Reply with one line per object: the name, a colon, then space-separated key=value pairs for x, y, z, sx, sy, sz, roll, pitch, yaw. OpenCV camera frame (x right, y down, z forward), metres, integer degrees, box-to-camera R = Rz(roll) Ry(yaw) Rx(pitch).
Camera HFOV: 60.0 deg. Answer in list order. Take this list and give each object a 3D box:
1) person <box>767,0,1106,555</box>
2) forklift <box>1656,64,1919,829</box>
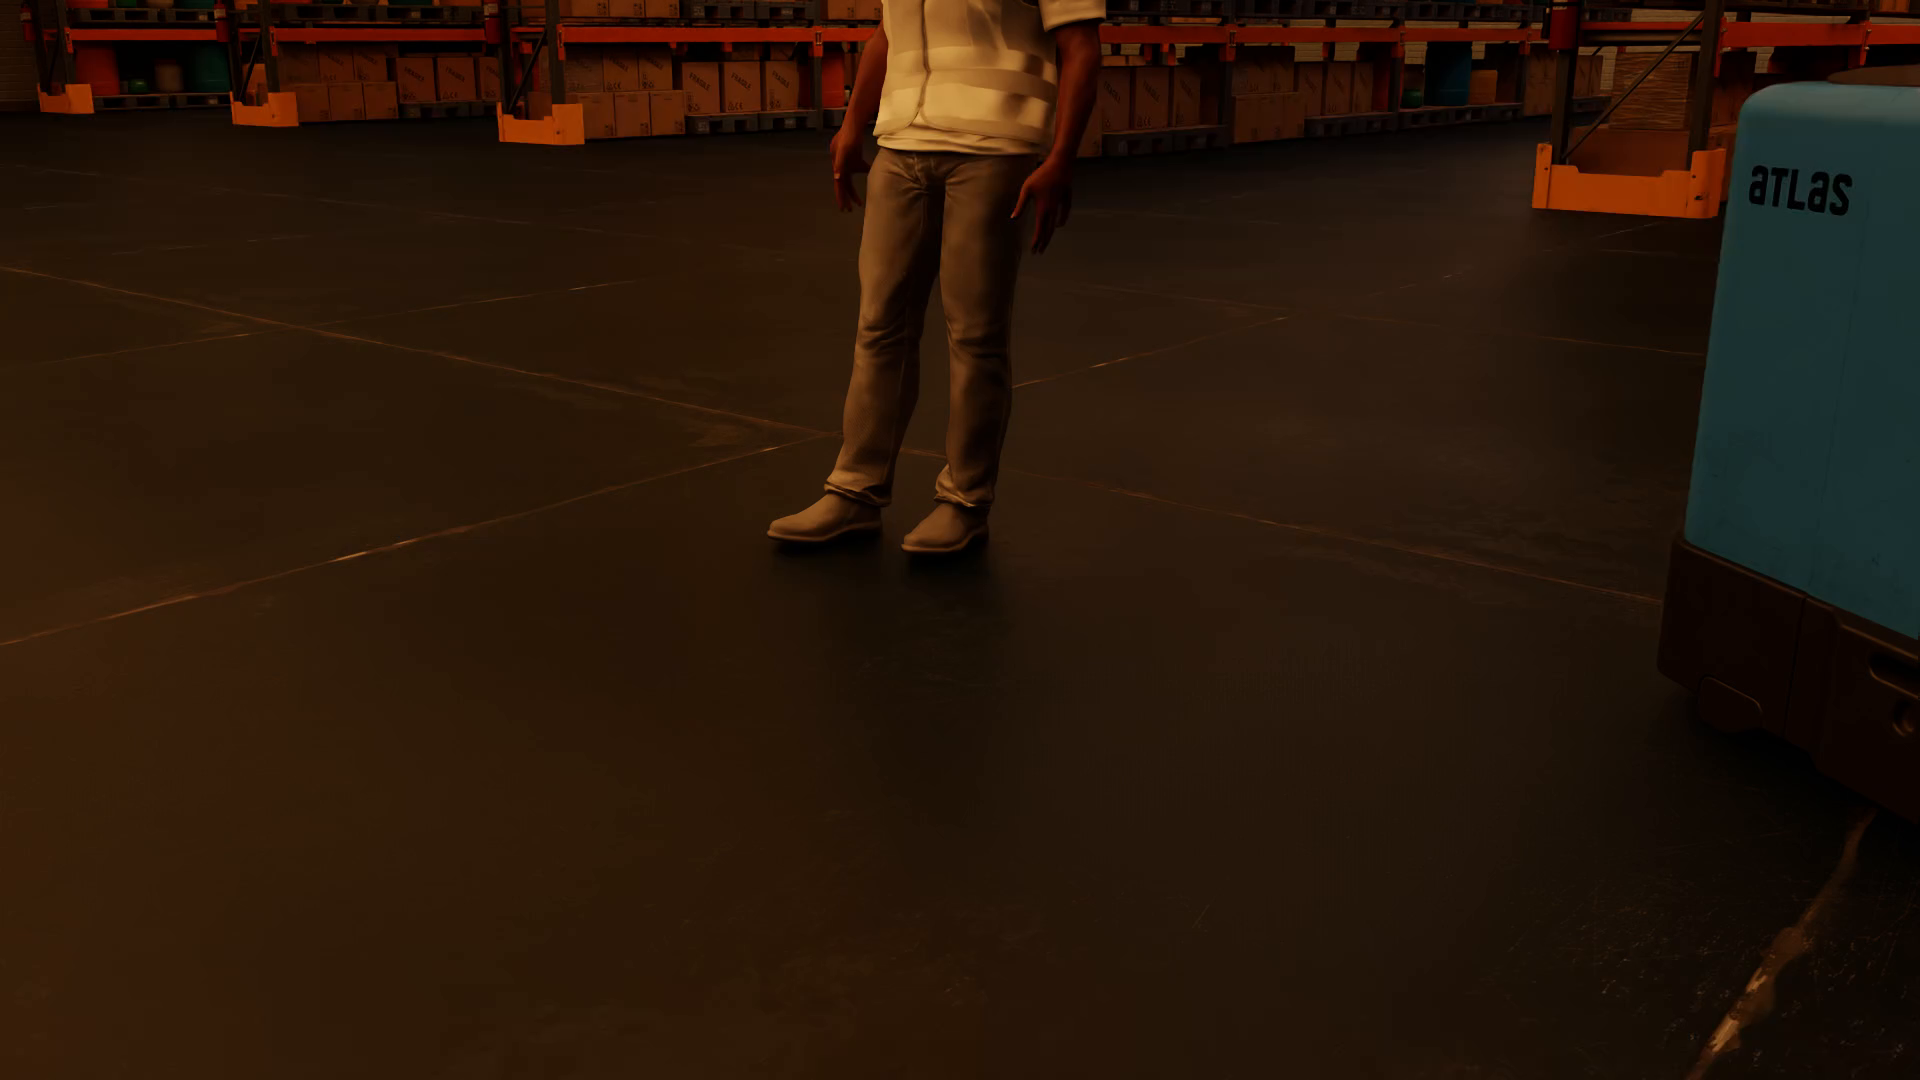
person: x=-0.049 y=-0.838 z=3.636 sx=0.665 sy=1.765 sz=0.577 roll=13 pitch=21 yaw=37
forklift: x=2.117 y=-0.738 z=1.329 sx=1.130 sy=2.935 sz=3.031 roll=-5 pitch=17 yaw=-15
